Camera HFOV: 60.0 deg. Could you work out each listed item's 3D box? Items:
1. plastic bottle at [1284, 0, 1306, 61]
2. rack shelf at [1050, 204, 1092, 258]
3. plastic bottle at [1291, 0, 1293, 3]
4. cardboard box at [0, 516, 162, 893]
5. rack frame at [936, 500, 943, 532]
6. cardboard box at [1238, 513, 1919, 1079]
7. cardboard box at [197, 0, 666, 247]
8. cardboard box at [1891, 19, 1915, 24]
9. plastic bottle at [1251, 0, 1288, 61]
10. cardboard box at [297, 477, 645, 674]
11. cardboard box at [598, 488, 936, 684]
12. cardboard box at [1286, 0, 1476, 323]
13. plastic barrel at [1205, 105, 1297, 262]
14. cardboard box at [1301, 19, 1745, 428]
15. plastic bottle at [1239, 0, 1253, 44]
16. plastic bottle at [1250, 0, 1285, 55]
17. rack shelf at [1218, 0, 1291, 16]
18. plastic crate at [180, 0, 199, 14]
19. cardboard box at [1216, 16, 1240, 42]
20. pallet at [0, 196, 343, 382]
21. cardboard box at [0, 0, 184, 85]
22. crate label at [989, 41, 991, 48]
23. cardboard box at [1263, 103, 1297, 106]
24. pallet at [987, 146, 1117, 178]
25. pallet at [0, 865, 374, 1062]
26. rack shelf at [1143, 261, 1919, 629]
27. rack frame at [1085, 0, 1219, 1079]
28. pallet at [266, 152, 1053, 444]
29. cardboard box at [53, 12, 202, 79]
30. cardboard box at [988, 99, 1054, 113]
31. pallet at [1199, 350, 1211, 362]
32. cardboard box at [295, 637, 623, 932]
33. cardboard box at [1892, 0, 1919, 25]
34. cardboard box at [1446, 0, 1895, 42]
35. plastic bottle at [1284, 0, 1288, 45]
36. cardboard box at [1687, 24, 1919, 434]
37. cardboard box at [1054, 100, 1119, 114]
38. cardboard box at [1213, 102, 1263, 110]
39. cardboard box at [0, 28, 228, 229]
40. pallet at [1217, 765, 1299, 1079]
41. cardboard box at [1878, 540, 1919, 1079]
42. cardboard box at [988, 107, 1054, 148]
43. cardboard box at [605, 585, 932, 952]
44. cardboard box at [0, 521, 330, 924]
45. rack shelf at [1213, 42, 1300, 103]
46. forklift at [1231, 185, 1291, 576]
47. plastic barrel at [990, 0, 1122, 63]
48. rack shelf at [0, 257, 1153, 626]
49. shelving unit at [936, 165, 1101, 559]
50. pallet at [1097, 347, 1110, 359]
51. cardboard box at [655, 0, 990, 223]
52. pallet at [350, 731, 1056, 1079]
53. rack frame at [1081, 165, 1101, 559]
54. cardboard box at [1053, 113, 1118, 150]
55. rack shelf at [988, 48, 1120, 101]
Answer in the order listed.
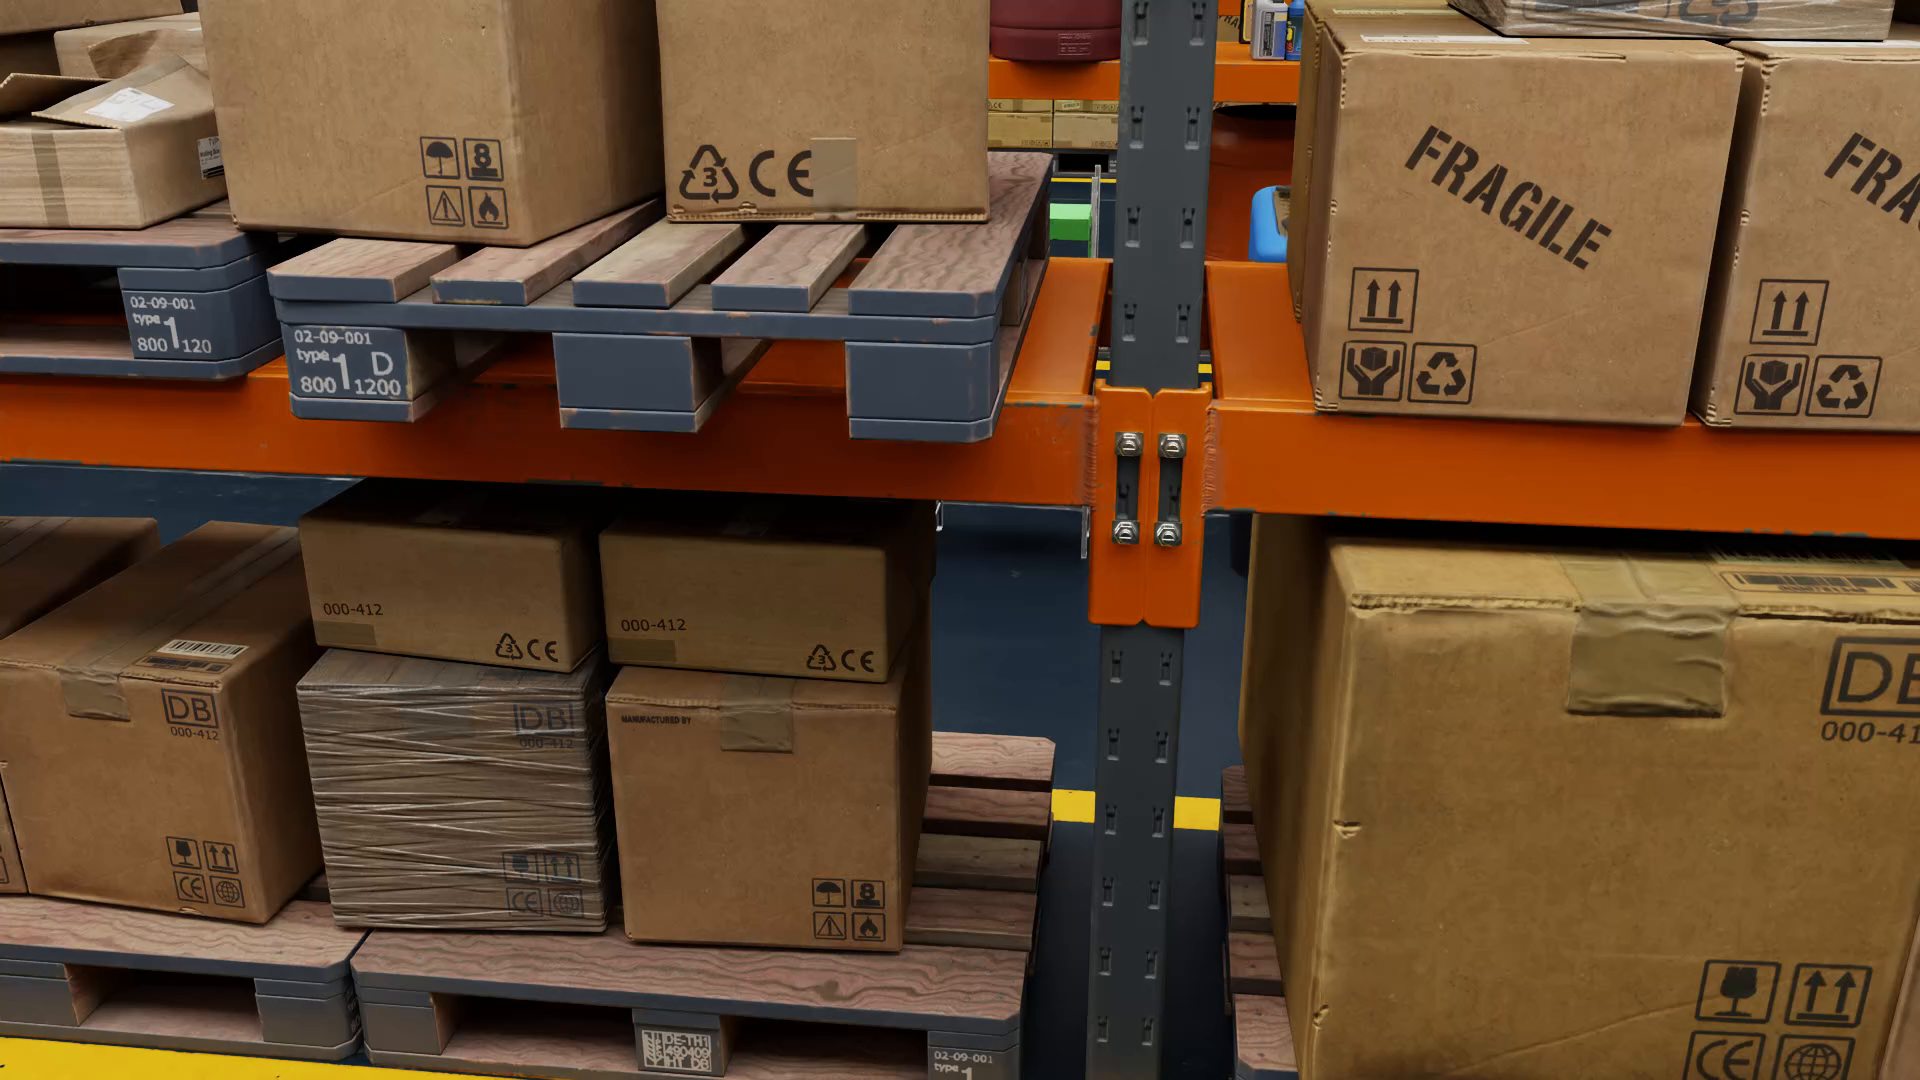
[{"bbox_3d":[1.423,-2.160,6.998,0.097,0.271,0.097,0,22,0],"label":"plastic bottle"},{"bbox_3d":[0.164,-0.938,5.048,0.480,0.148,0.258,2,22,6],"label":"rack shelf"},{"bbox_3d":[1.600,-2.445,7.704,0.133,0.283,0.061,2,22,6],"label":"plastic bottle"},{"bbox_3d":[-2.002,0.308,3.383,0.500,0.500,0.700,1,22,2],"label":"cardboard box"},{"bbox_3d":[-0.078,-0.561,5.228,0.015,1.200,0.240,2,22,6],"label":"rack frame"},{"bbox_3d":[1.019,0.267,3.003,0.875,0.875,1.225,2,22,4],"label":"cardboard box"},{"bbox_3d":[-0.771,-0.801,2.679,0.500,0.500,0.700,6,22,14],"label":"cardboard box"},{"bbox_3d":[1.350,-0.655,2.881,0.500,0.500,0.500,2,22,6],"label":"cardboard box"},{"bbox_3d":[1.311,-2.177,7.035,0.135,0.276,0.152,2,22,6],"label":"plastic bottle"},{"bbox_3d":[-0.861,0.009,3.119,0.500,0.250,0.500,5,22,12],"label":"cardboard box"},{"bbox_3d":[-0.333,0.028,3.070,0.500,0.250,0.500,3,22,8],"label":"cardboard box"},{"bbox_3d":[0.855,-0.679,2.940,0.500,0.500,0.500,3,22,8],"label":"cardboard box"},{"bbox_3d":[1.407,-1.542,7.642,0.708,0.830,0.600,2,22,6],"label":"plastic barrel"},{"bbox_3d":[0.787,-0.489,2.461,0.500,0.500,0.500,3,22,8],"label":"cardboard box"},{"bbox_3d":[1.371,-2.455,7.729,0.133,0.283,0.061,2,22,6],"label":"plastic bottle"},{"bbox_3d":[1.329,-2.232,7.176,0.135,0.276,0.152,2,22,6],"label":"plastic bottle"},{"bbox_3d":[3.492,-3.759,11.845,4.000,0.370,1.077,2,22,6],"label":"rack shelf"},{"bbox_3d":[-3.558,-2.585,7.982,0.504,0.338,0.767,2,22,6],"label":"plastic crate"},{"bbox_3d":[2.800,-5.104,16.624,0.750,0.750,0.750,2,22,6],"label":"cardboard box"},{"bbox_3d":[-1.634,-0.545,2.998,1.213,0.211,1.003,2,22,6],"label":"pallet"},{"bbox_3d":[-1.904,-0.938,3.021,0.637,0.503,0.797,5,22,12],"label":"cardboard box"},{"bbox_3d":[-0.036,-2.530,7.710,0.616,0.435,0.502,2,22,6],"label":"crate label"},{"bbox_3d":[2.445,-3.077,11.945,0.500,0.500,0.500,2,22,4],"label":"cardboard box"},{"bbox_3d":[0.693,-2.933,12.571,1.213,0.211,1.003,2,22,6],"label":"pallet"},{"bbox_3d":[-1.648,0.646,3.519,1.213,0.211,1.003,2,22,6],"label":"pallet"},{"bbox_3d":[2.322,-0.142,2.697,4.000,0.370,1.077,2,22,6],"label":"rack shelf"},{"bbox_3d":[0.336,-0.563,2.784,0.127,3.000,1.000,2,22,6],"label":"rack frame"},{"bbox_3d":[-0.384,-0.466,2.799,1.003,0.211,1.213,2,22,6],"label":"pallet"},{"bbox_3d":[-1.301,-0.845,3.130,0.500,0.250,0.500,2,22,5],"label":"cardboard box"},{"bbox_3d":[0.440,-3.310,12.138,0.500,0.311,0.500,2,22,5],"label":"cardboard box"},{"bbox_3d":[1.707,-1.056,7.823,1.213,0.211,1.003,2,22,6],"label":"pallet"},{"bbox_3d":[-0.884,0.354,3.266,0.500,0.500,0.700,1,22,2],"label":"cardboard box"},{"bbox_3d":[1.707,-1.009,2.412,0.637,0.503,0.797,3,22,8],"label":"cardboard box"},{"bbox_3d":[1.060,-1.038,2.486,0.637,0.503,0.797,3,22,8],"label":"cardboard box"},{"bbox_3d":[1.483,-2.406,7.715,0.097,0.201,0.097,0,22,0],"label":"plastic bottle"},{"bbox_3d":[1.299,-0.468,2.407,0.500,0.500,0.500,2,22,5],"label":"cardboard box"},{"bbox_3d":[0.957,-3.290,12.087,0.500,0.311,0.500,3,22,8],"label":"cardboard box"},{"bbox_3d":[1.924,-3.098,11.997,0.500,0.500,0.500,3,22,9],"label":"cardboard box"},{"bbox_3d":[-1.352,-0.669,2.665,0.258,0.266,0.396,2,22,5],"label":"cardboard box"},{"bbox_3d":[1.110,0.795,3.141,1.213,0.211,1.003,2,22,6],"label":"pallet"},{"bbox_3d":[1.903,0.309,2.898,0.875,0.875,1.225,3,22,6],"label":"cardboard box"},{"bbox_3d":[0.442,-3.051,12.246,0.500,0.250,0.500,2,22,6],"label":"cardboard box"},{"bbox_3d":[-0.332,0.373,3.218,0.500,0.500,0.700,1,22,3],"label":"cardboard box"},{"bbox_3d":[-1.448,0.332,3.322,0.500,0.500,0.700,4,22,11],"label":"cardboard box"},{"bbox_3d":[2.905,-1.950,7.271,4.000,0.370,1.077,2,22,6],"label":"rack shelf"},{"bbox_3d":[2.386,-1.292,4.721,3.031,2.935,1.130,3,22,8],"label":"forklift"},{"bbox_3d":[0.423,-2.344,7.104,0.708,0.536,0.600,2,22,6],"label":"plastic barrel"},{"bbox_3d":[-1.650,-0.315,3.135,4.000,0.370,1.077,2,22,6],"label":"rack shelf"},{"bbox_3d":[0.164,-0.551,5.201,0.503,1.200,0.258,2,22,6],"label":"shelving unit"},{"bbox_3d":[0.154,-1.122,7.991,1.213,0.211,1.003,2,22,6],"label":"pallet"},{"bbox_3d":[-0.205,-0.814,2.711,0.500,0.500,0.500,0,22,0],"label":"cardboard box"},{"bbox_3d":[-0.440,0.699,3.384,1.213,0.211,1.003,2,22,6],"label":"pallet"},{"bbox_3d":[0.407,-0.540,5.174,0.015,1.200,0.240,2,22,6],"label":"rack frame"},{"bbox_3d":[0.954,-3.030,12.193,0.500,0.250,0.500,3,22,8],"label":"cardboard box"},{"bbox_3d":[-1.067,-2.123,7.709,4.000,0.370,1.077,2,22,6],"label":"rack shelf"}]
